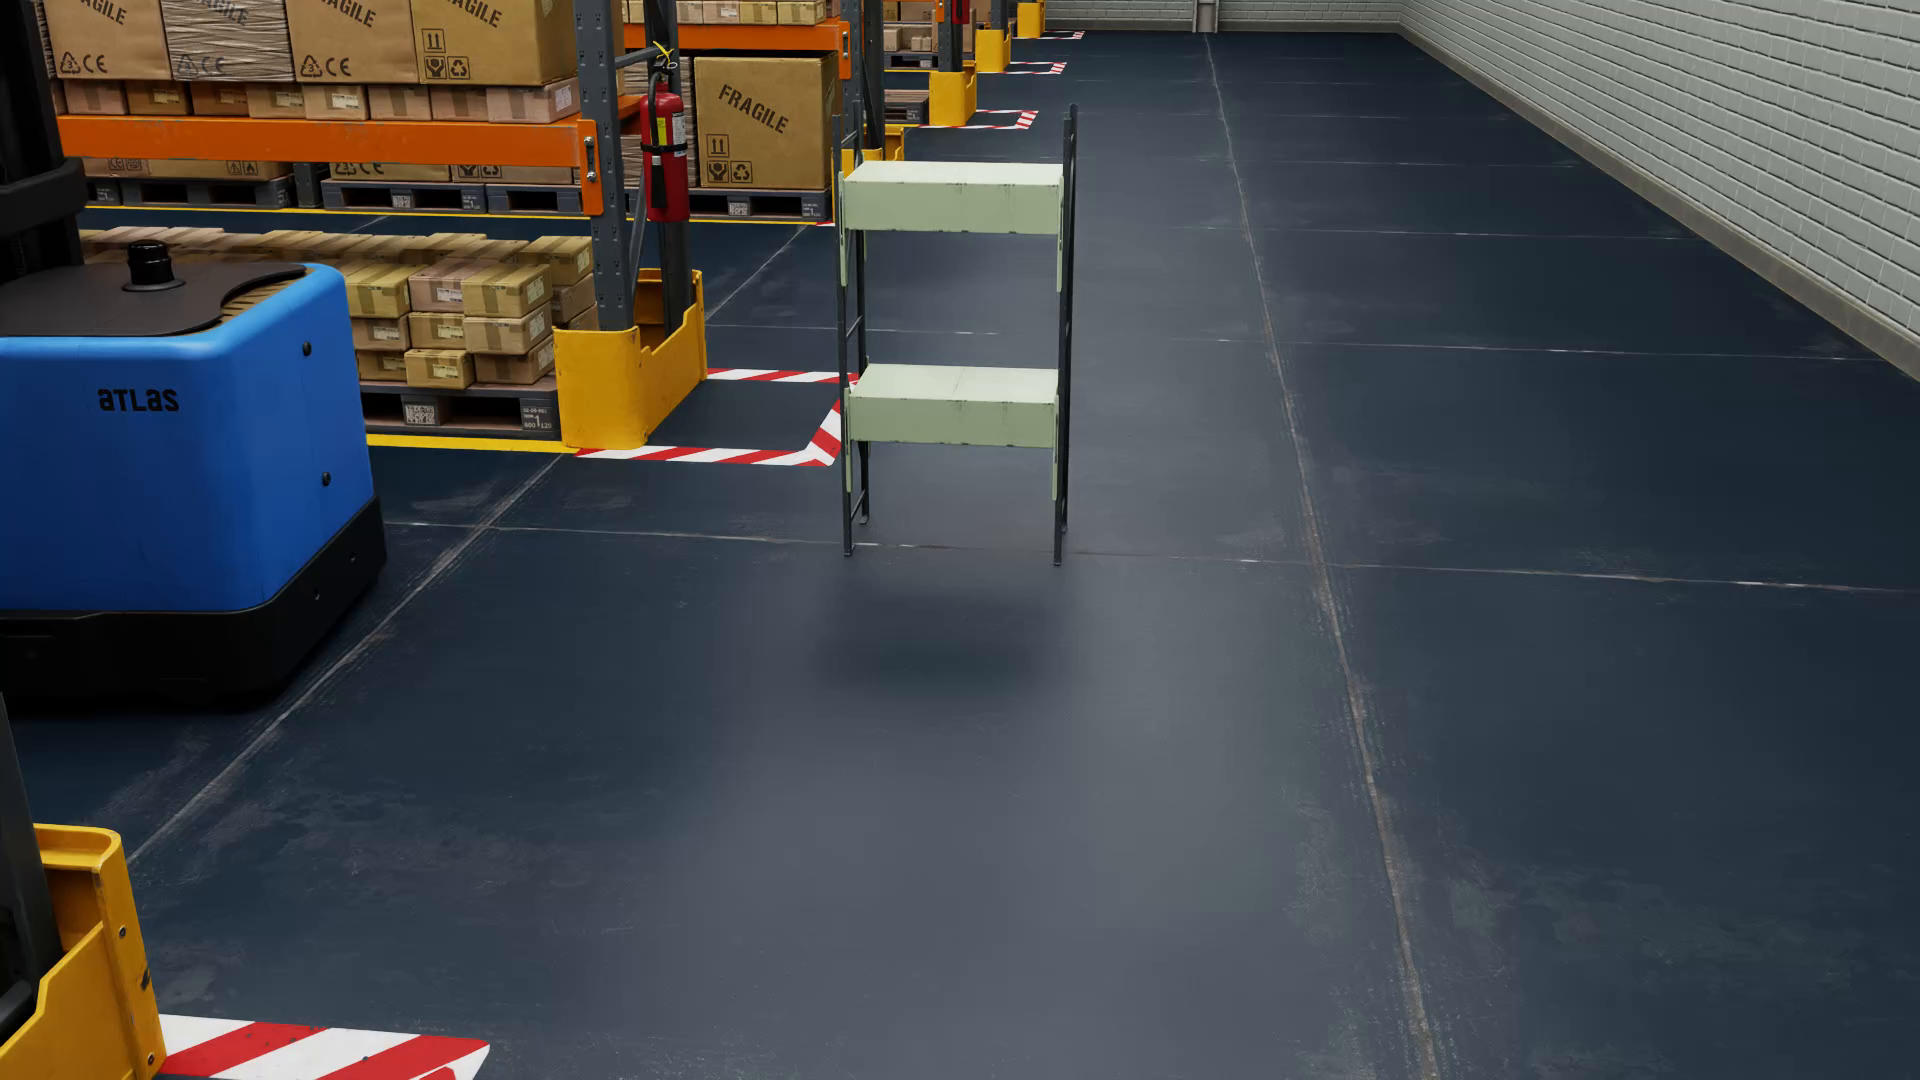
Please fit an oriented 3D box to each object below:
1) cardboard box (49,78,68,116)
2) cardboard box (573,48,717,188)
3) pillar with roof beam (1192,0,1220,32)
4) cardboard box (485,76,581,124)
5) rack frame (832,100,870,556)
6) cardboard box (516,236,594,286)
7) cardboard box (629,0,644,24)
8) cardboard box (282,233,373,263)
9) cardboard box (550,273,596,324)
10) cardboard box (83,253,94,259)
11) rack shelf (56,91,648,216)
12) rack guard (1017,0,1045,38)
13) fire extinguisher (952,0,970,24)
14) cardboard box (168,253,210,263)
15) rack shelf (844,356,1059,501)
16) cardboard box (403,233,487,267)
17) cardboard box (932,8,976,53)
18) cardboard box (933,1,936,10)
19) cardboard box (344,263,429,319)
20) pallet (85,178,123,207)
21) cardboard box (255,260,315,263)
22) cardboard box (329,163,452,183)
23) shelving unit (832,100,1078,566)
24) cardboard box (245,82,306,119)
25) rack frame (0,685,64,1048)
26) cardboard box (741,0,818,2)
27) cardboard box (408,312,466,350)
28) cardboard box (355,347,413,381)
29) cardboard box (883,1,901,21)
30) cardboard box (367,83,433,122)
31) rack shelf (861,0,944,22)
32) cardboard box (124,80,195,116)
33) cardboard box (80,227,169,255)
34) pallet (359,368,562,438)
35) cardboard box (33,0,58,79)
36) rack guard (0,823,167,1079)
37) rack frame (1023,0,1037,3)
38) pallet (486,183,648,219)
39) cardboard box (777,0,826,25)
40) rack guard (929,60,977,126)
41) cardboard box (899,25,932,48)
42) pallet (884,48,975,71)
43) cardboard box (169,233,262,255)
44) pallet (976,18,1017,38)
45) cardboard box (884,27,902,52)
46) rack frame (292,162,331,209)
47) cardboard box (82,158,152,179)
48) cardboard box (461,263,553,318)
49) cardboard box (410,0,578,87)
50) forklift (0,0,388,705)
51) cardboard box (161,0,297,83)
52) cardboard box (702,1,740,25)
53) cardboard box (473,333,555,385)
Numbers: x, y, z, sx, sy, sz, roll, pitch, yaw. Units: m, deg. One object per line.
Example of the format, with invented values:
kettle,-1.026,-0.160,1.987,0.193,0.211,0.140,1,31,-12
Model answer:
cardboard box,-3.772,-1.867,6.923,0.250,0.149,0.380,3,22,9
cardboard box,-2.221,-3.033,11.850,0.875,0.875,0.875,2,22,6
pillar with roof beam,3.353,-10.630,20.589,0.400,9.000,9.100,2,22,6
cardboard box,-1.713,-1.775,6.692,0.250,0.149,0.380,3,22,6
rack frame,-0.370,-0.714,5.705,0.023,1.500,0.400,2,22,6
cardboard box,-1.836,-1.274,7.580,0.250,0.149,0.380,2,22,4
cardboard box,-2.079,-3.610,11.332,0.250,0.149,0.380,2,22,5
cardboard box,-2.890,-1.296,7.635,0.250,0.149,0.380,3,22,8
cardboard box,-1.846,-1.105,7.558,0.250,0.149,0.380,3,22,9
cardboard box,-3.982,-1.140,7.240,0.250,0.149,0.380,3,22,7
rack shelf,-3.342,-1.733,7.223,4.000,0.370,1.077,2,22,6
rack guard,1.101,-8.050,25.621,0.348,0.500,1.175,2,22,6
fire extinguisher,0.007,-5.214,15.661,0.183,0.674,0.296,2,22,6
cardboard box,-3.462,-1.133,7.223,0.250,0.149,0.380,3,22,7
rack shelf,-0.007,-0.395,5.785,0.720,0.370,0.431,2,22,6
cardboard box,-2.359,-1.300,7.645,0.250,0.149,0.380,2,22,6
cardboard box,-0.071,-6.380,20.800,0.500,0.500,0.500,2,22,6
cardboard box,-0.127,-8.261,25.585,0.500,0.500,0.700,2,22,6
cardboard box,-2.426,-1.054,7.024,0.250,0.149,0.380,2,22,5
pallet,-6.634,-2.722,12.537,1.213,0.211,1.003,2,22,6
cardboard box,-2.949,-1.080,7.089,0.250,0.149,0.380,3,22,8
cardboard box,-3.998,-3.110,12.046,0.875,0.875,0.875,2,22,6
shelving unit,-0.007,-0.698,5.665,0.755,1.500,0.431,2,22,6
cardboard box,-2.721,-1.830,6.830,0.250,0.149,0.380,2,22,4
rack frame,-1.838,-0.170,2.289,0.127,3.000,1.000,2,22,6
cardboard box,-1.184,-3.780,11.222,0.500,0.250,0.500,2,22,5
cardboard box,-2.167,-0.939,7.136,0.250,0.149,0.380,2,22,5
cardboard box,-2.423,-0.814,7.226,0.250,0.149,0.380,2,22,6
cardboard box,-1.157,-8.303,25.691,0.500,0.500,0.700,3,22,8
cardboard box,-2.206,-1.805,6.768,0.250,0.149,0.380,2,22,6
rack shelf,-2.075,-5.348,16.366,4.000,0.370,1.077,2,22,6
cardboard box,-3.247,-1.869,6.928,0.250,0.149,0.380,3,22,7
cardboard box,-3.909,-1.358,7.791,0.250,0.149,0.380,1,22,4
pallet,-2.234,-0.736,7.514,1.213,0.211,1.003,2,22,6
cardboard box,-3.878,-2.172,6.813,0.500,0.500,0.500,2,22,5
rack guard,-1.814,0.994,2.746,0.348,0.500,1.175,2,22,6
rack frame,1.077,-9.213,25.164,0.127,3.000,1.000,2,22,6
pallet,-2.683,-2.551,12.105,1.213,0.211,1.003,2,22,6
cardboard box,-1.064,-3.566,11.222,0.250,0.149,0.380,3,22,7
rack guard,-0.064,-4.437,16.484,0.348,0.500,1.175,2,22,6
cardboard box,-0.505,-6.479,21.390,0.500,0.250,0.500,2,22,6
pallet,-0.370,-6.145,21.196,1.213,0.211,1.003,2,22,6
cardboard box,-3.406,-1.300,7.645,0.250,0.149,0.380,3,22,6
pallet,0.274,-7.922,25.692,1.213,0.211,1.003,2,22,6
cardboard box,-1.011,-6.316,20.977,0.500,0.250,0.500,2,22,6
rack frame,-4.644,-3.961,11.879,0.127,3.000,1.000,2,22,6
cardboard box,-6.169,-3.227,12.341,0.875,0.875,1.225,2,22,4
cardboard box,-1.912,-1.058,7.033,0.250,0.149,0.380,3,22,7
cardboard box,-1.833,-2.092,6.610,0.500,0.500,0.500,3,22,7
forklift,-3.433,-1.071,4.663,3.031,2.935,1.130,0,22,1
cardboard box,-2.848,-2.134,6.718,0.500,0.500,0.500,3,22,6
cardboard box,-1.573,-3.588,11.277,0.250,0.149,0.380,3,22,6
cardboard box,-1.903,-0.797,7.183,0.250,0.149,0.380,3,22,7
